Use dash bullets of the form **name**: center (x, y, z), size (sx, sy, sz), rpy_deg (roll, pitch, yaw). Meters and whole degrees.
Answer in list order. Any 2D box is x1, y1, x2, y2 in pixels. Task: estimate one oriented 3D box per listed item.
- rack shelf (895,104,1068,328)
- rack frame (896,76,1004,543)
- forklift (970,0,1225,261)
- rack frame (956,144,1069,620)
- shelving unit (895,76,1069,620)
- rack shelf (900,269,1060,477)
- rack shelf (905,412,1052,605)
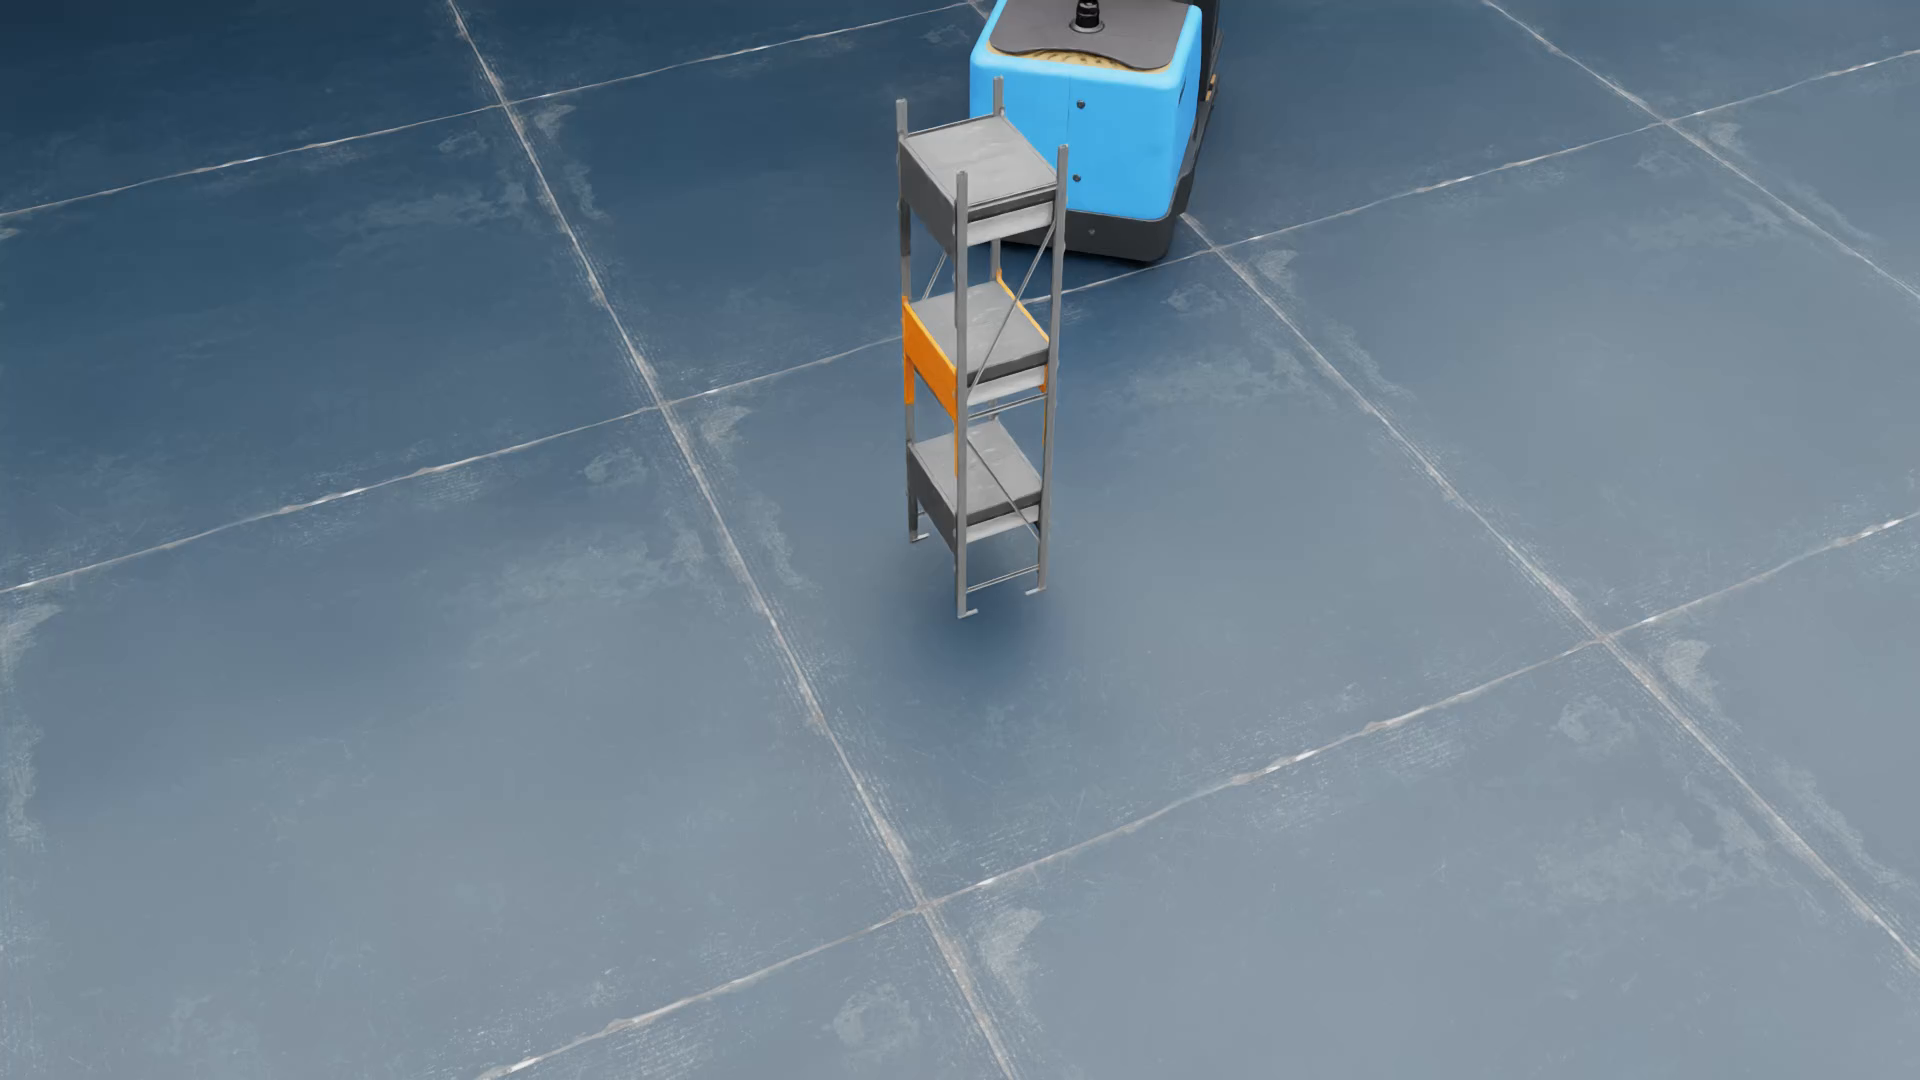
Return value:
- **rack shelf**: center (0.070, -1.130, 5.792), size (0.431, 0.518, 0.480), rpy_deg (-18, 47, -17)
- **rack frame**: center (-0.033, -0.797, 6.432), size (0.400, 2.100, 0.015), rpy_deg (-18, 47, -17)
- **forklift**: center (0.891, -3.515, 8.595), size (1.130, 2.935, 3.031), rpy_deg (10, 46, 10)
- **rack frame**: center (0.172, -0.486, 6.117), size (0.400, 2.100, 0.015), rpy_deg (-18, 47, -17)
- **shelving unit**: center (0.070, -0.642, 6.274), size (0.431, 2.100, 0.503), rpy_deg (-18, 47, -17)
- **rack shelf**: center (0.070, -0.632, 6.284), size (0.431, 0.518, 0.480), rpy_deg (-18, 47, -17)
- **rack shelf**: center (0.070, -0.134, 6.776), size (0.431, 0.518, 0.480), rpy_deg (-18, 47, -17)
